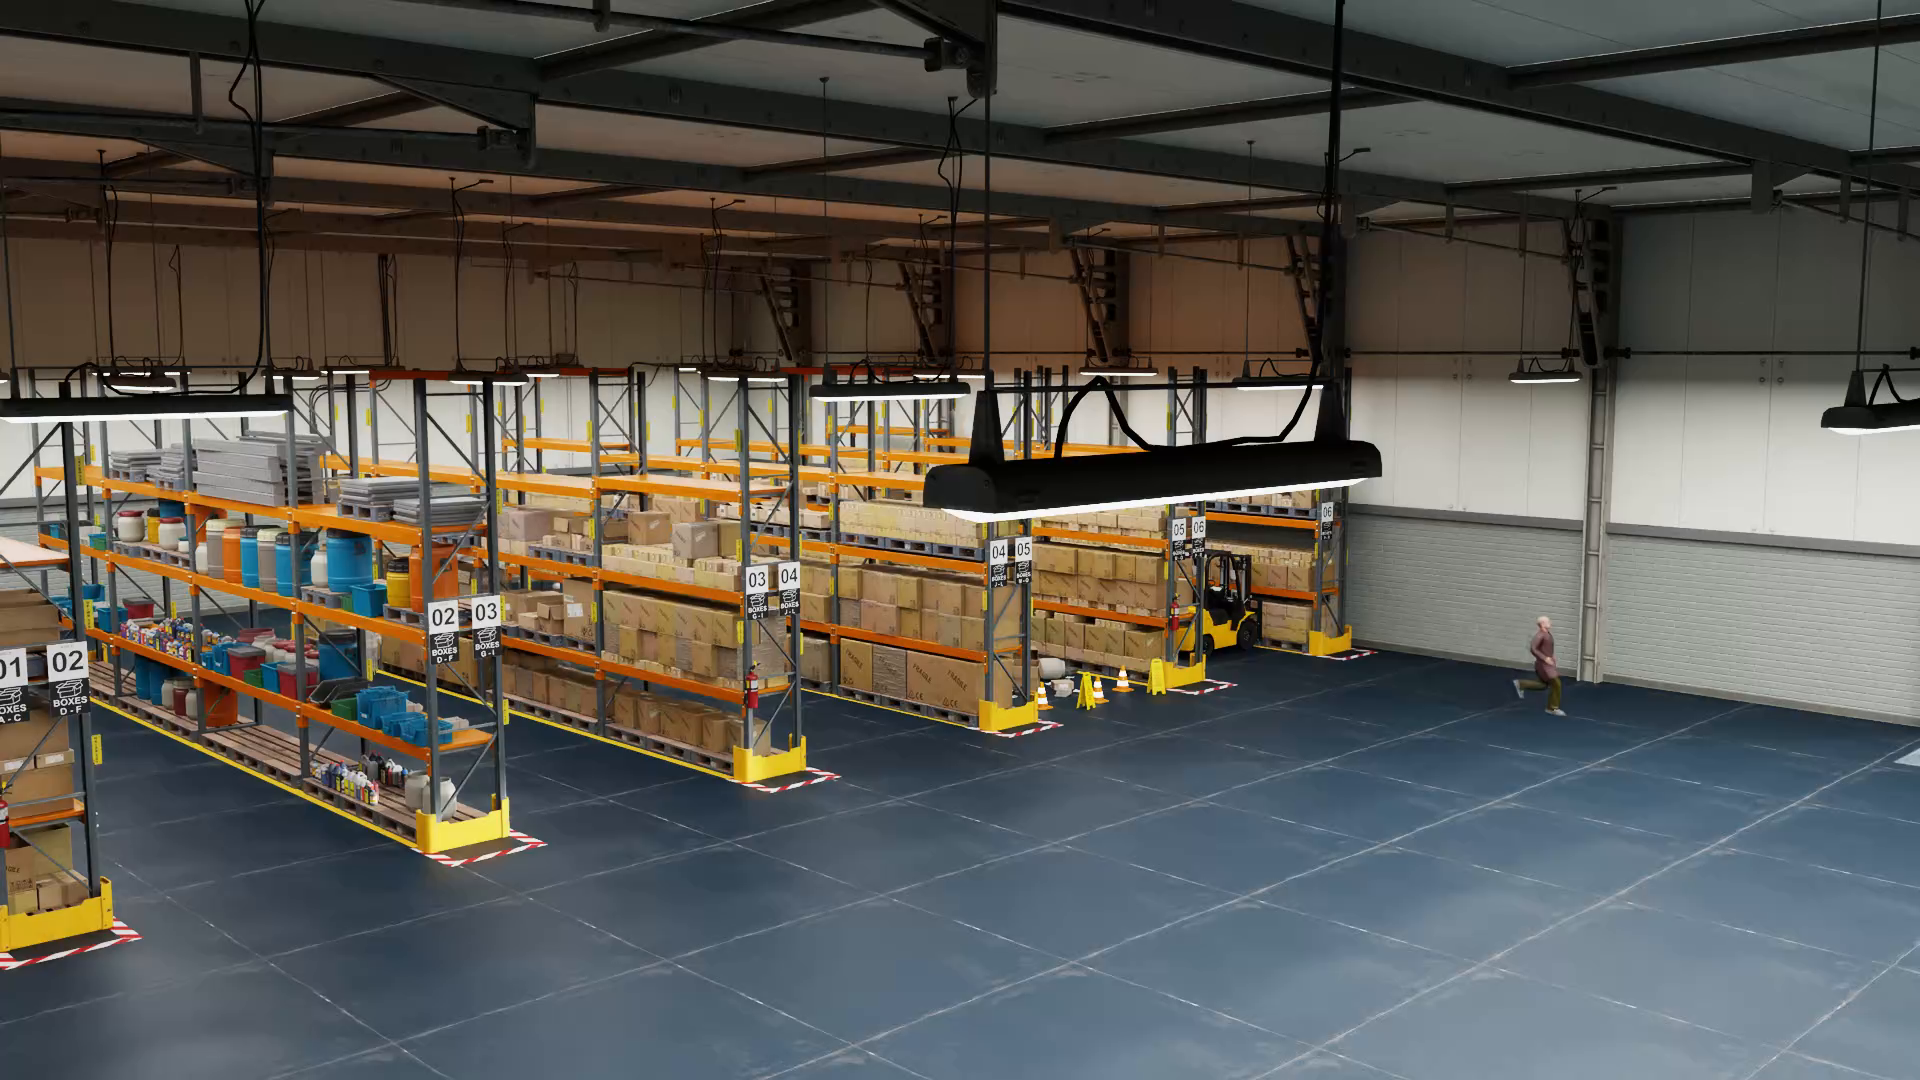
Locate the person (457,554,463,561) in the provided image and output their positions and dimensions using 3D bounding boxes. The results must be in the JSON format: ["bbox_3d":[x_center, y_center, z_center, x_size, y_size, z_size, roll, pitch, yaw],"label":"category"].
[{"bbox_3d":[-12.002,1.109,39.175,0.563,1.607,0.482,3,7,25],"label":"person"}]

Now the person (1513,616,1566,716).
[{"bbox_3d":[10.215,2.198,29.244,0.912,1.740,0.707,3,7,22],"label":"person"}]

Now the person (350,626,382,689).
[{"bbox_3d":[-10.964,2.022,30.883,0.560,1.651,0.599,4,8,33],"label":"person"}]

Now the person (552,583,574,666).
[{"bbox_3d":[-8.212,1.705,33.753,0.868,1.683,0.584,5,8,38],"label":"person"}]
